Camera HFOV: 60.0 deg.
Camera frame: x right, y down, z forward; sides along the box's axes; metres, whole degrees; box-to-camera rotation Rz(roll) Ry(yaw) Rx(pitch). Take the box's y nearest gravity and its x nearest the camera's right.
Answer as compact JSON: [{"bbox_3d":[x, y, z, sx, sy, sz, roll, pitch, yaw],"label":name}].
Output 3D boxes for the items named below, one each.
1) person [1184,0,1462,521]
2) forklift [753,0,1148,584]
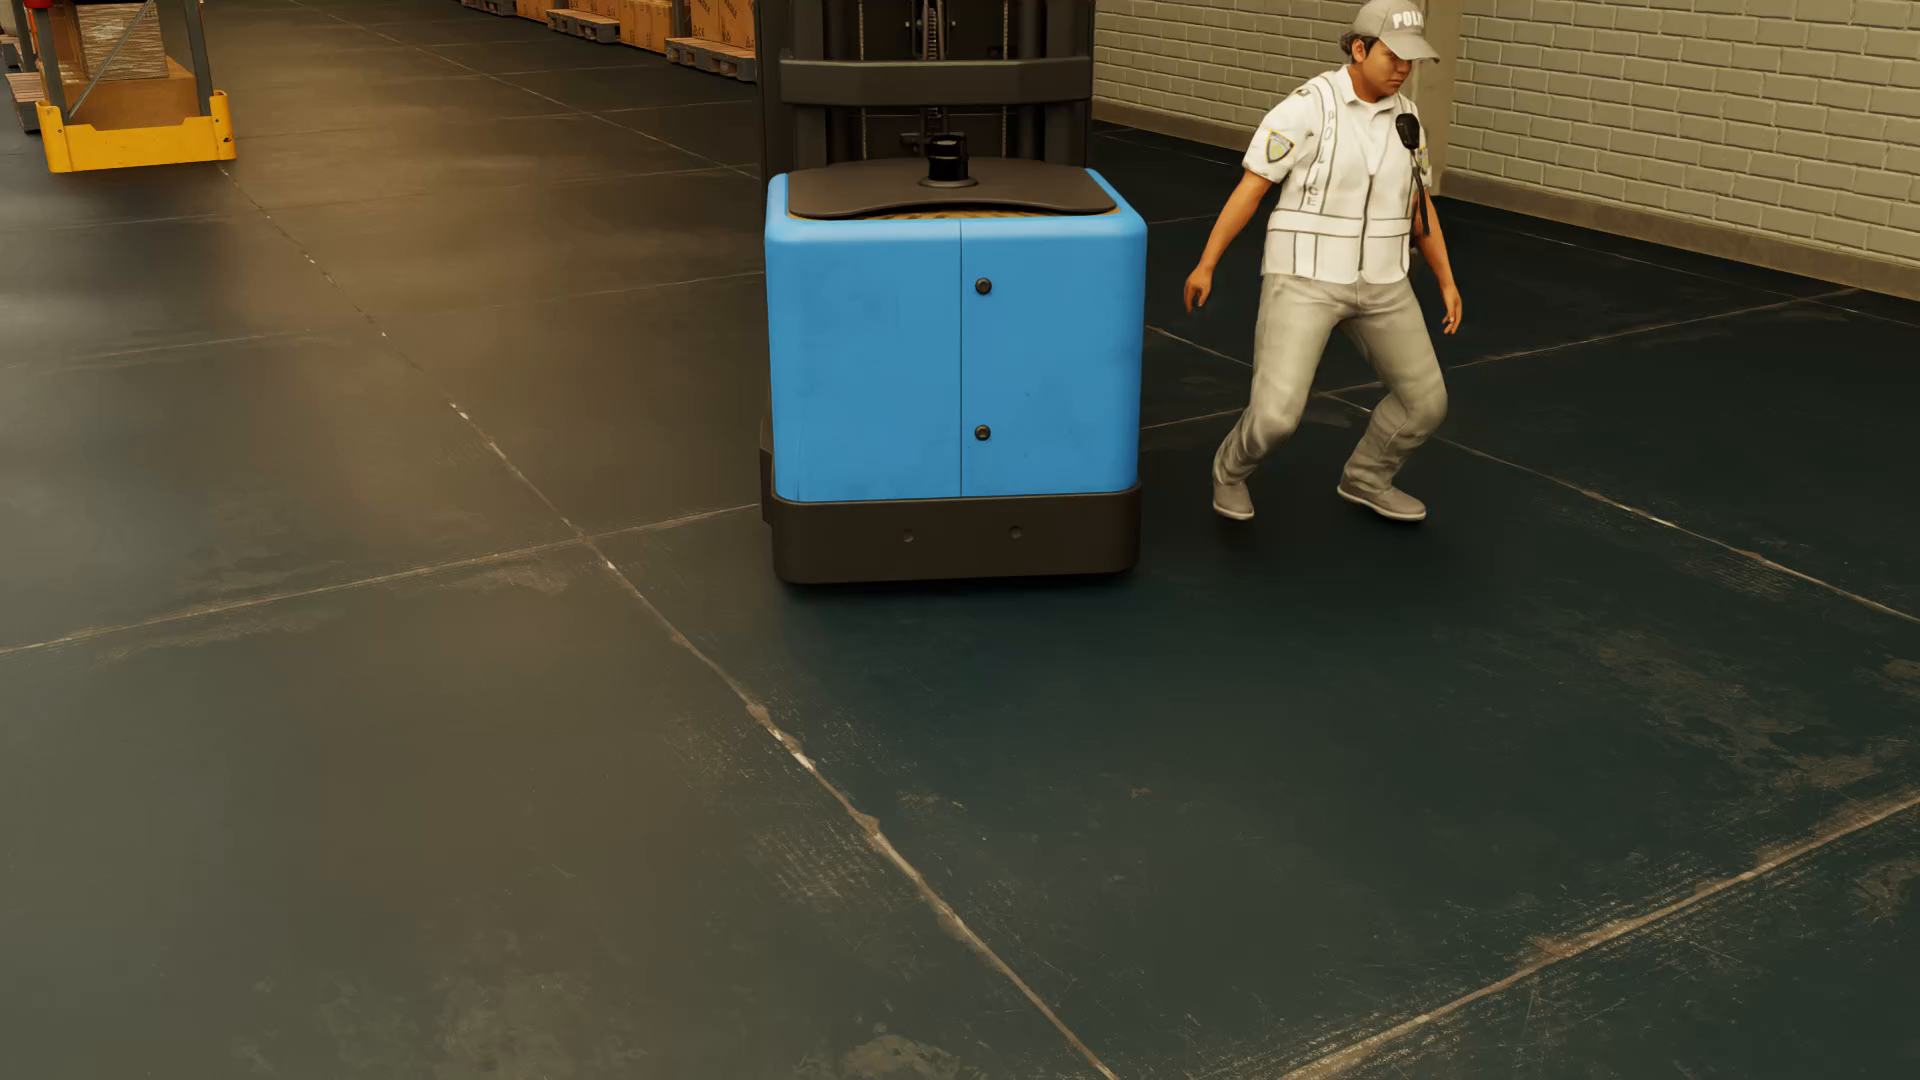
[{"bbox_3d":[1.077,-0.771,4.874,0.827,1.572,0.485,-5,23,-11],"label":"person"},{"bbox_3d":[-0.137,-1.753,5.545,1.130,2.935,3.031,-2,22,-5],"label":"forklift"}]
